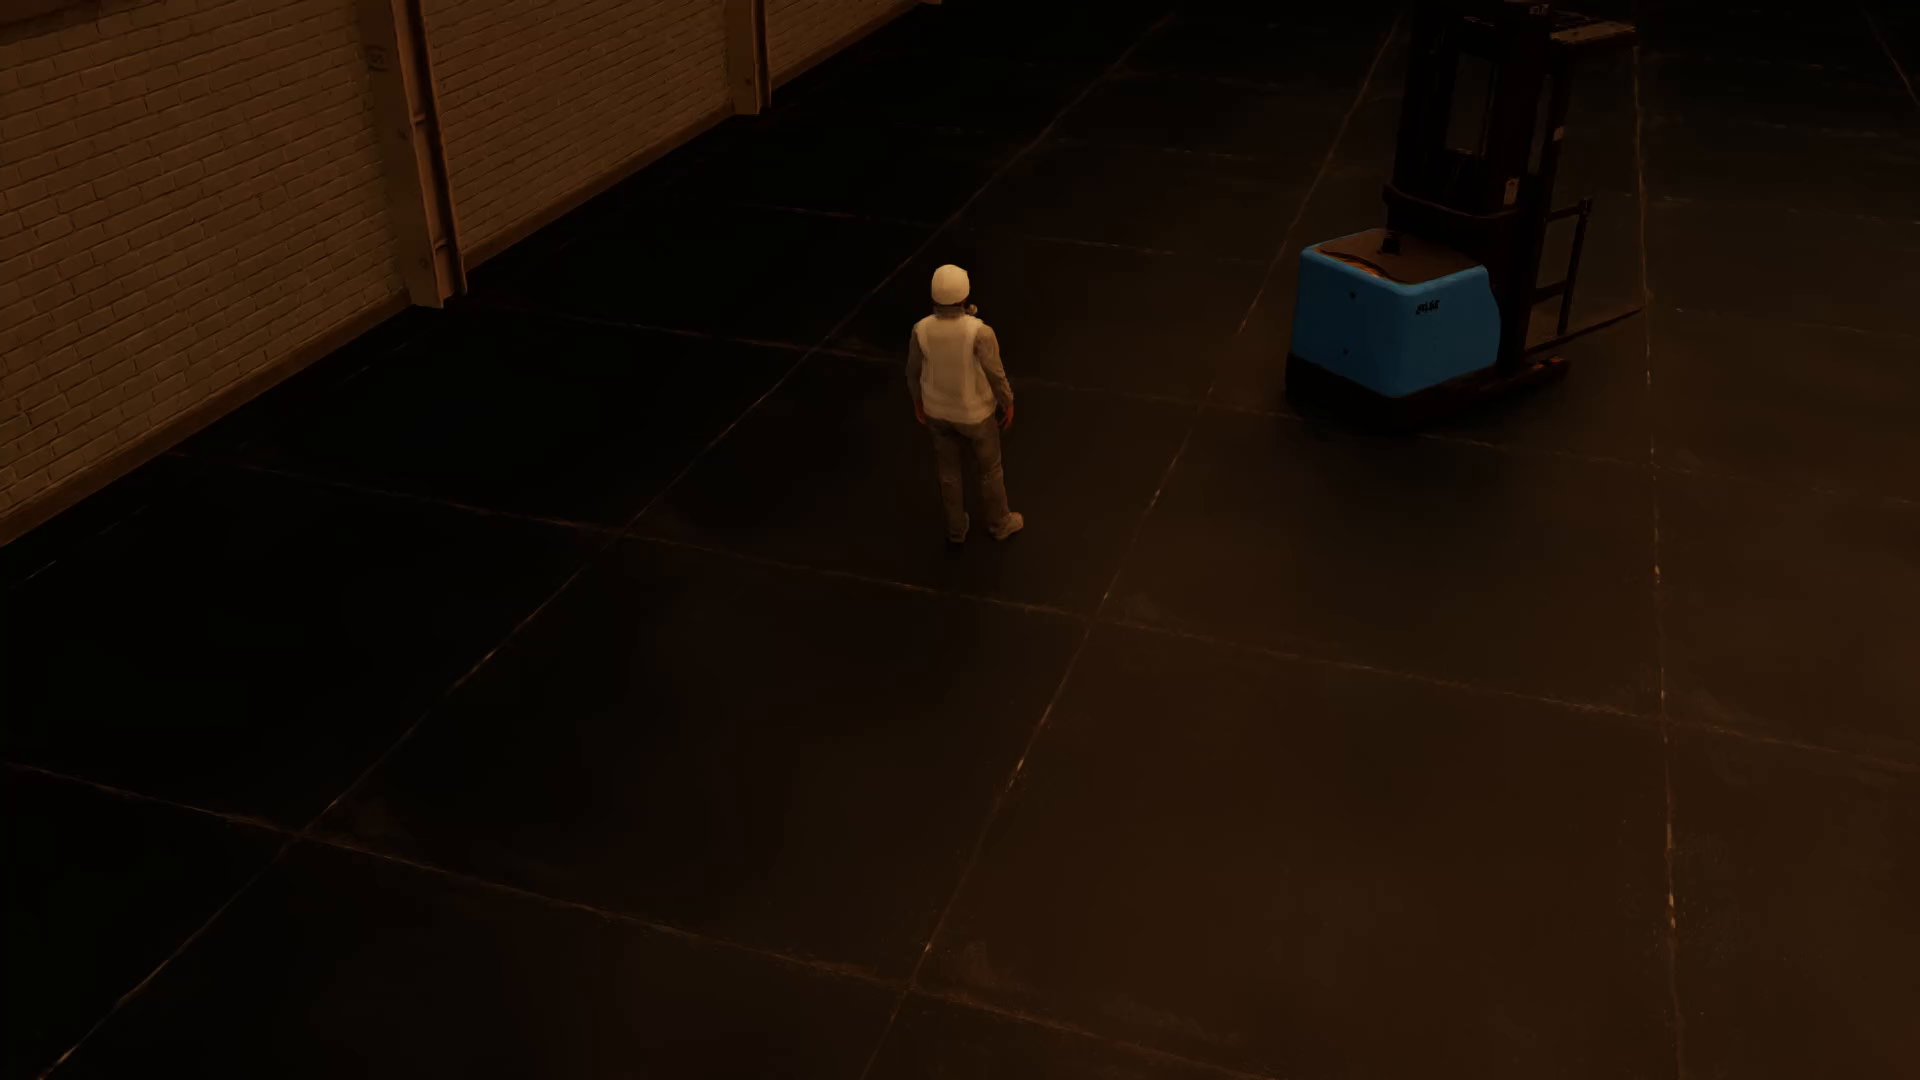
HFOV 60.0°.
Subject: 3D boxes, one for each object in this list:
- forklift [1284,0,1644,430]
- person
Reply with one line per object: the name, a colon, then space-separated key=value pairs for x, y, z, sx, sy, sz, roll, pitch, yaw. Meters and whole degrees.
forklift: x=3.833 y=-2.580 z=11.662 sx=3.031 sy=2.935 sz=1.130 roll=-19 pitch=35 yaw=-30
person: x=0.028 y=-0.805 z=9.702 sx=0.632 sy=1.773 sz=0.567 roll=10 pitch=31 yaw=16
